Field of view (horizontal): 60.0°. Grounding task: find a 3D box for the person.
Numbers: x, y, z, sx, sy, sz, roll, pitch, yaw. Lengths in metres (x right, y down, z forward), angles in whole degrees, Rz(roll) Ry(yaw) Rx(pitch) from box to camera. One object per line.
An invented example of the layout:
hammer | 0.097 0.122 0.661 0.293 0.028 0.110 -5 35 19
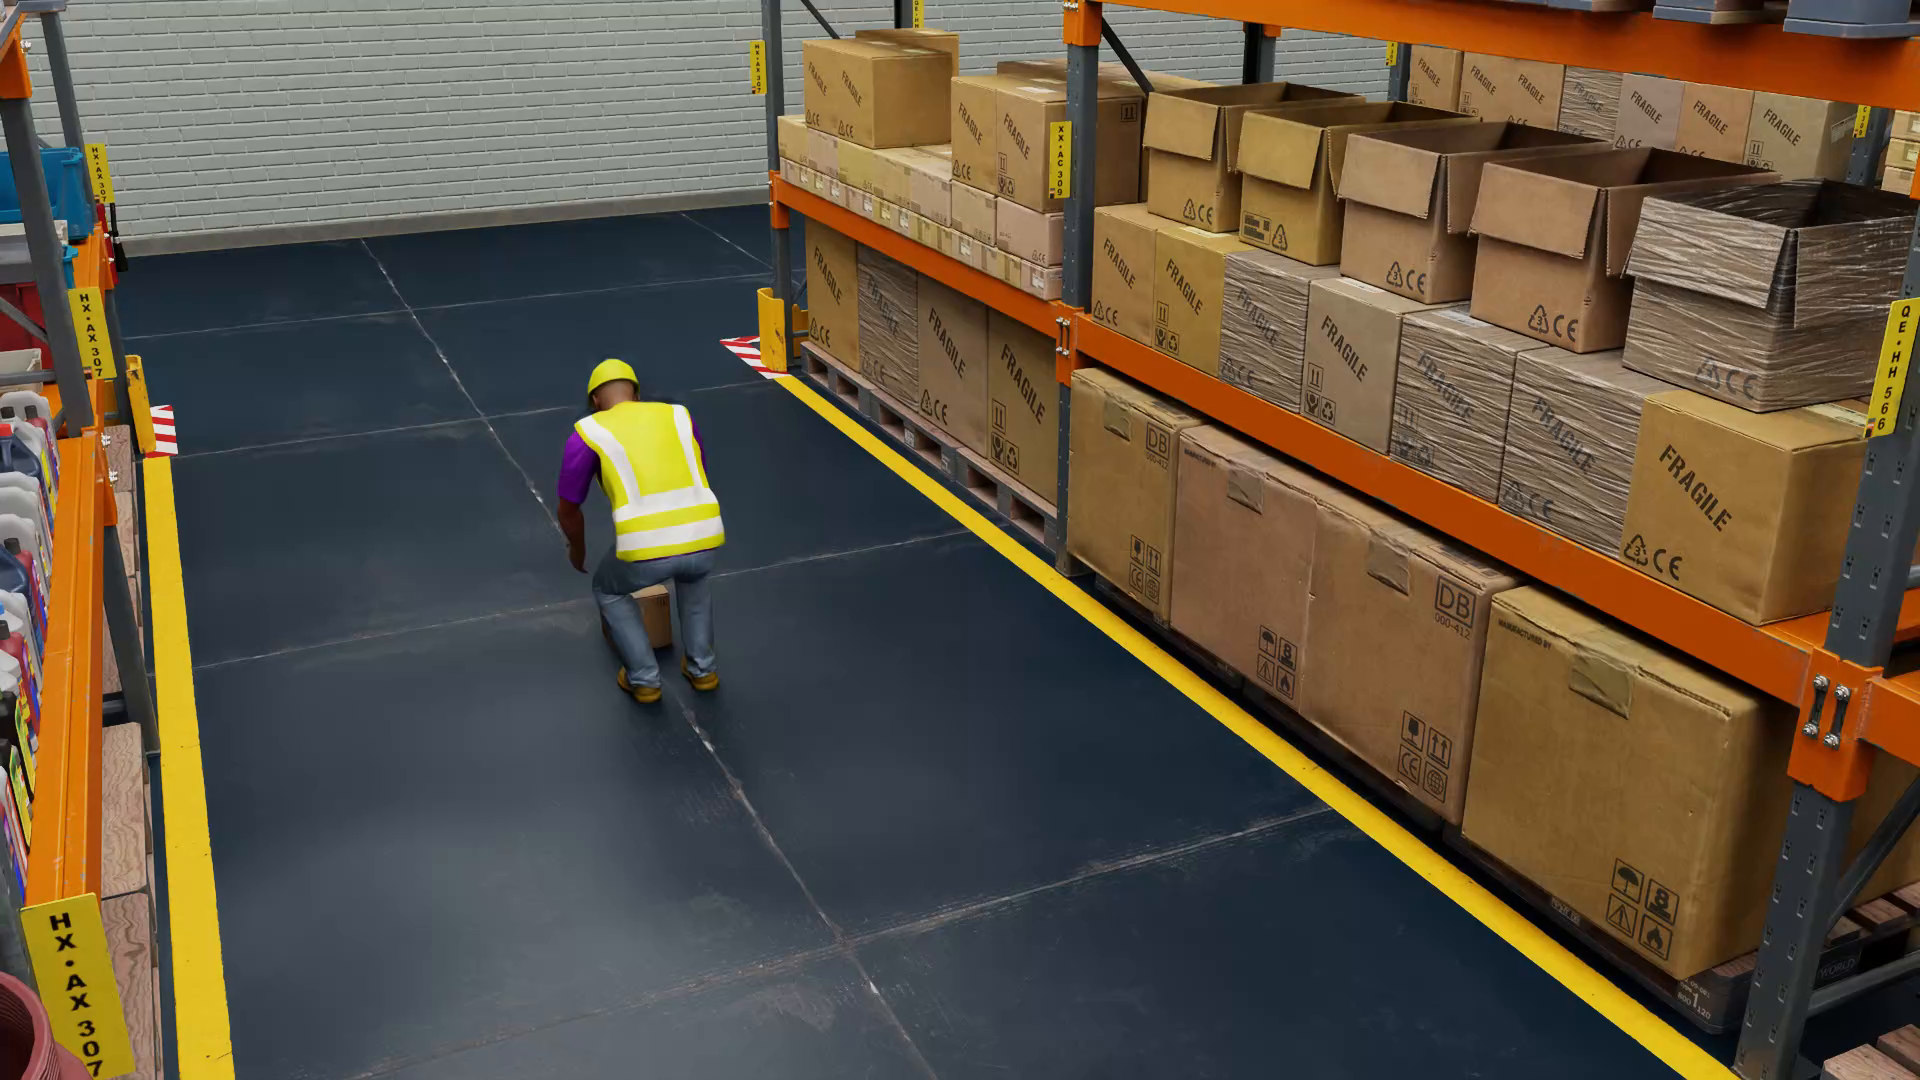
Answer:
person | -1.282 -0.028 6.735 0.629 1.313 0.805 -10 24 -24
